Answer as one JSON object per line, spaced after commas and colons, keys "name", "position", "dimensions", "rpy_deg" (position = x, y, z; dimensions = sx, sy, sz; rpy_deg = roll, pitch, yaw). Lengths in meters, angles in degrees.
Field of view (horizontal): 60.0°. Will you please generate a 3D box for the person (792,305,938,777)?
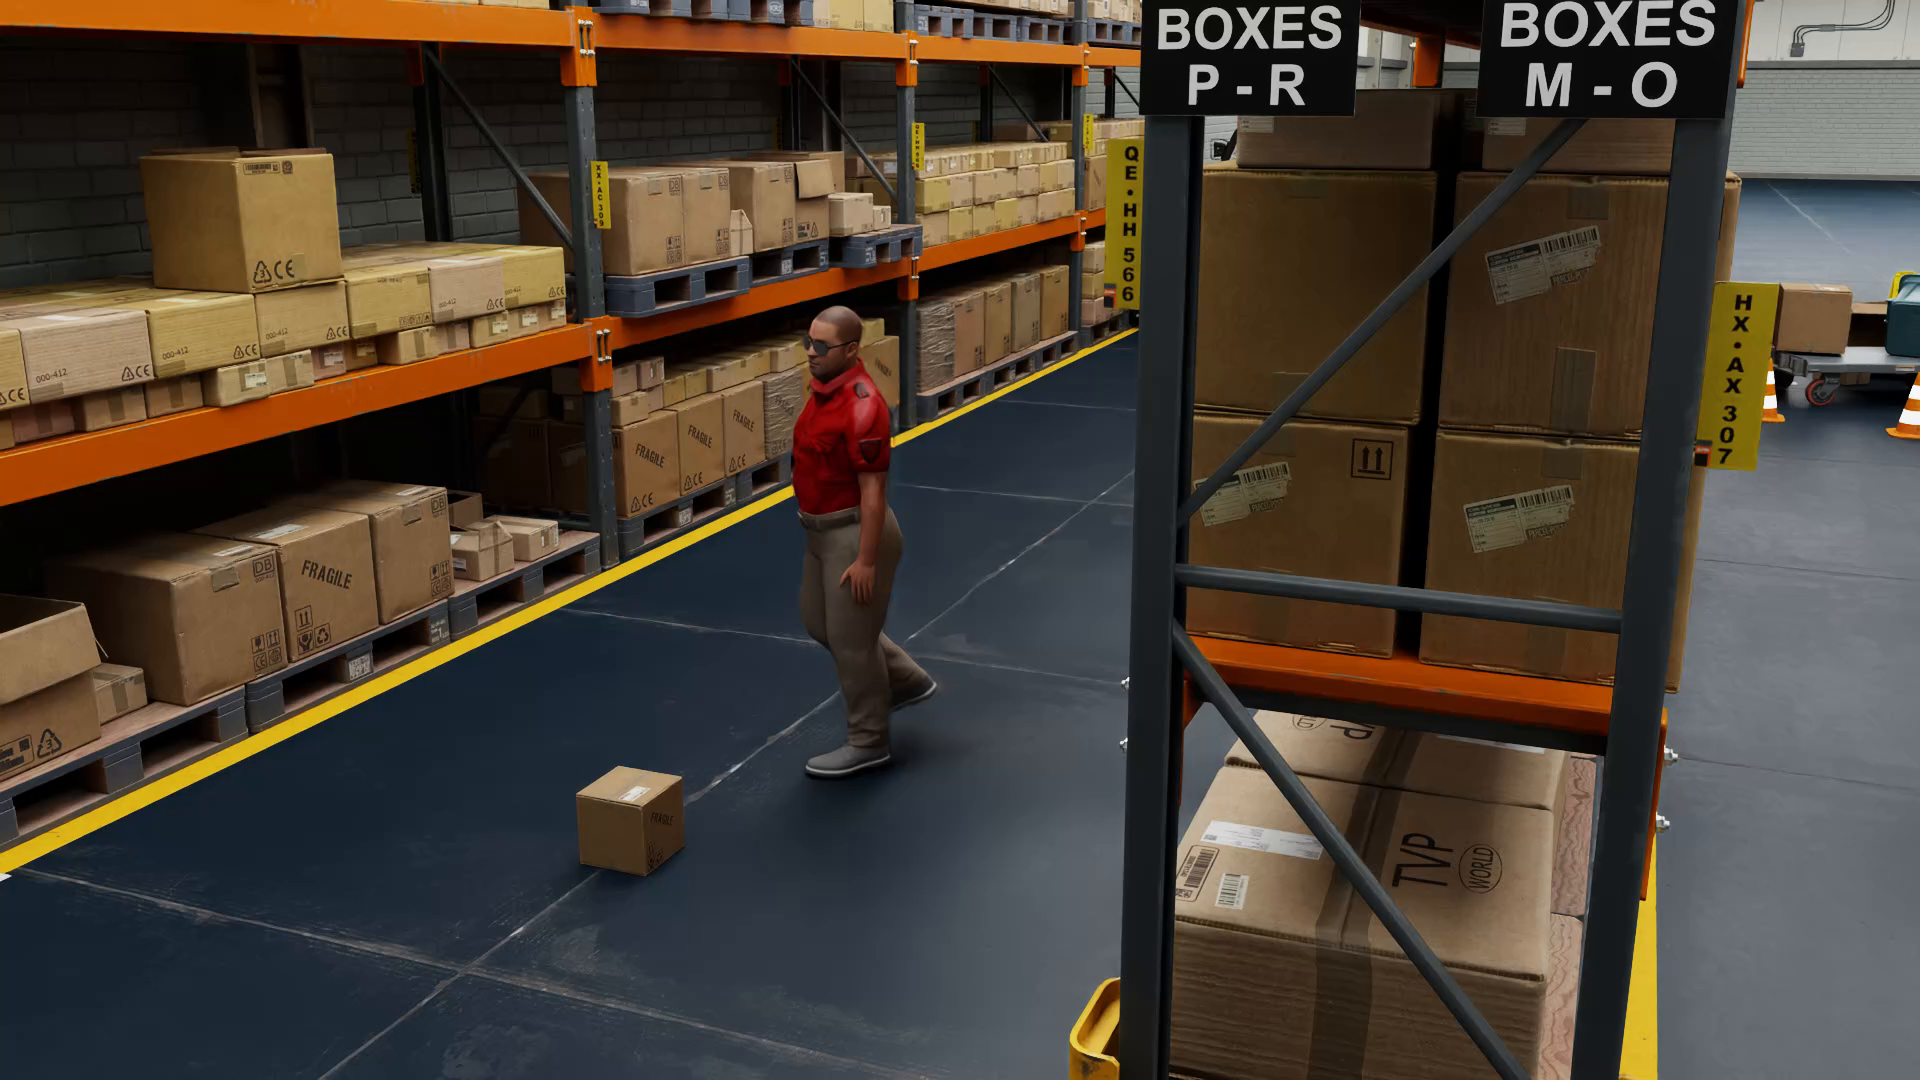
{"name": "person", "position": [-0.321, -0.005, 6.048], "dimensions": [0.567, 1.723, 0.606], "rpy_deg": [-5, 16, -18]}
